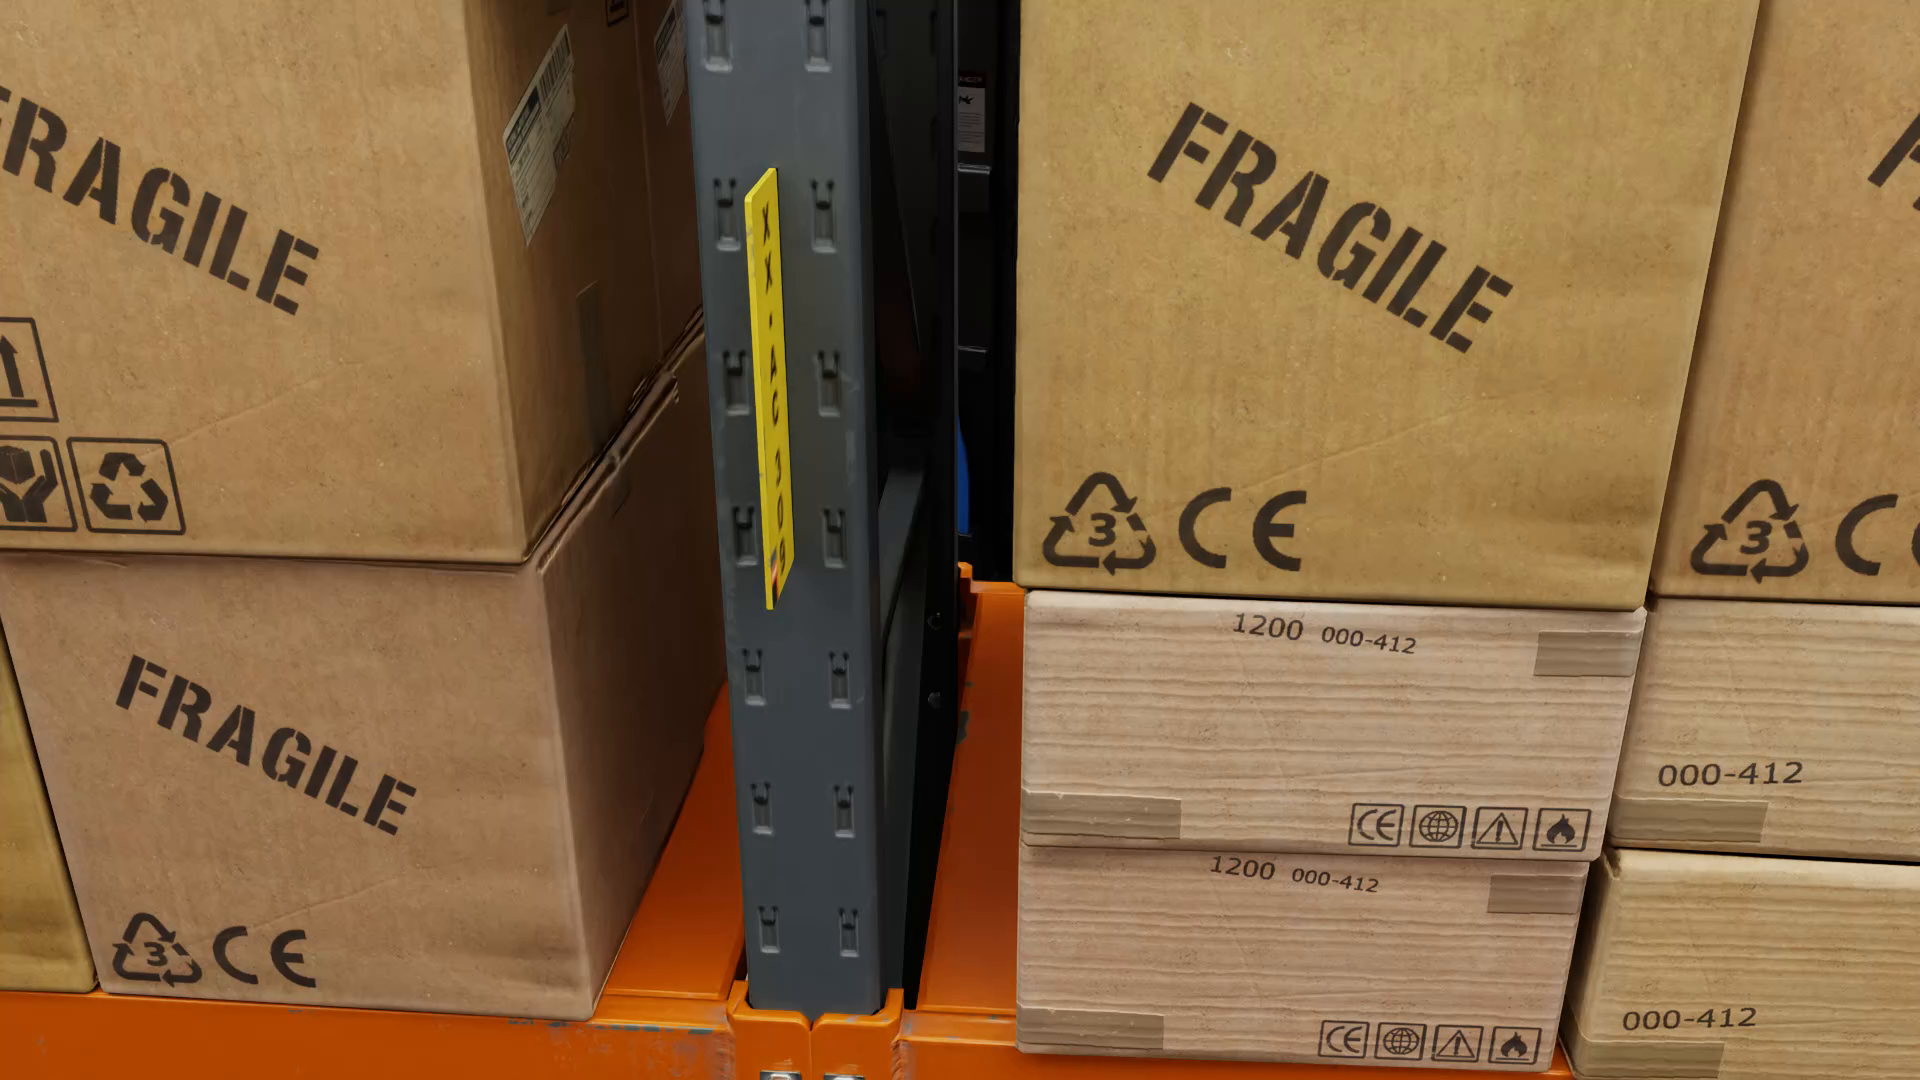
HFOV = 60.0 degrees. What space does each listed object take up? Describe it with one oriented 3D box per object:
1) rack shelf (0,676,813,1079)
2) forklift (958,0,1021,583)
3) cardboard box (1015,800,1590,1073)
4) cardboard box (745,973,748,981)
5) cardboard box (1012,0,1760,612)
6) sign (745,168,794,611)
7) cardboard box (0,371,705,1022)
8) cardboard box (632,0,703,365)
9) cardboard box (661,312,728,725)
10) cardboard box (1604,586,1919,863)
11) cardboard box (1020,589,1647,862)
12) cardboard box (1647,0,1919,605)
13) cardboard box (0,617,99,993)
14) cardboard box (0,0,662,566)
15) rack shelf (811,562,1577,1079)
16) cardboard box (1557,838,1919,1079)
[{"bbox_3d":[-2.098,0.349,2.264,4.000,0.370,1.077,2,25,4],"label":"rack shelf"},{"bbox_3d":[0.635,-1.194,4.839,3.031,2.935,1.130,9,26,20],"label":"forklift"},{"bbox_3d":[0.315,0.278,1.736,0.500,0.250,0.500,1,25,3],"label":"cardboard box"},{"bbox_3d":[-0.721,0.994,2.563,0.875,0.438,0.875,1,25,3],"label":"cardboard box"},{"bbox_3d":[0.313,-0.280,1.454,0.500,0.500,0.500,2,25,5],"label":"cardboard box"},{"bbox_3d":[-0.144,-0.112,1.274,0.005,0.325,0.100,2,25,4],"label":"sign"},{"bbox_3d":[-0.585,0.132,1.755,0.500,0.500,0.500,2,25,4],"label":"cardboard box"},{"bbox_3d":[-0.560,-0.530,1.997,0.500,0.500,0.500,2,25,4],"label":"cardboard box"},{"bbox_3d":[-0.551,-0.084,2.224,0.500,0.500,0.500,3,25,6],"label":"cardboard box"},{"bbox_3d":[0.836,0.064,1.605,0.500,0.250,0.500,2,25,5],"label":"cardboard box"},{"bbox_3d":[0.314,0.059,1.616,0.500,0.250,0.500,1,25,2],"label":"cardboard box"},{"bbox_3d":[0.823,-0.275,1.444,0.500,0.500,0.500,2,25,4],"label":"cardboard box"},{"bbox_3d":[-1.099,0.118,1.785,0.500,0.500,0.500,1,25,3],"label":"cardboard box"},{"bbox_3d":[-0.595,-0.314,1.528,0.500,0.500,0.500,2,25,4],"label":"cardboard box"},{"bbox_3d":[1.891,0.477,1.986,4.000,0.370,1.077,2,25,4],"label":"rack shelf"},{"bbox_3d":[0.831,0.294,1.702,0.500,0.250,0.500,1,25,3],"label":"cardboard box"}]
